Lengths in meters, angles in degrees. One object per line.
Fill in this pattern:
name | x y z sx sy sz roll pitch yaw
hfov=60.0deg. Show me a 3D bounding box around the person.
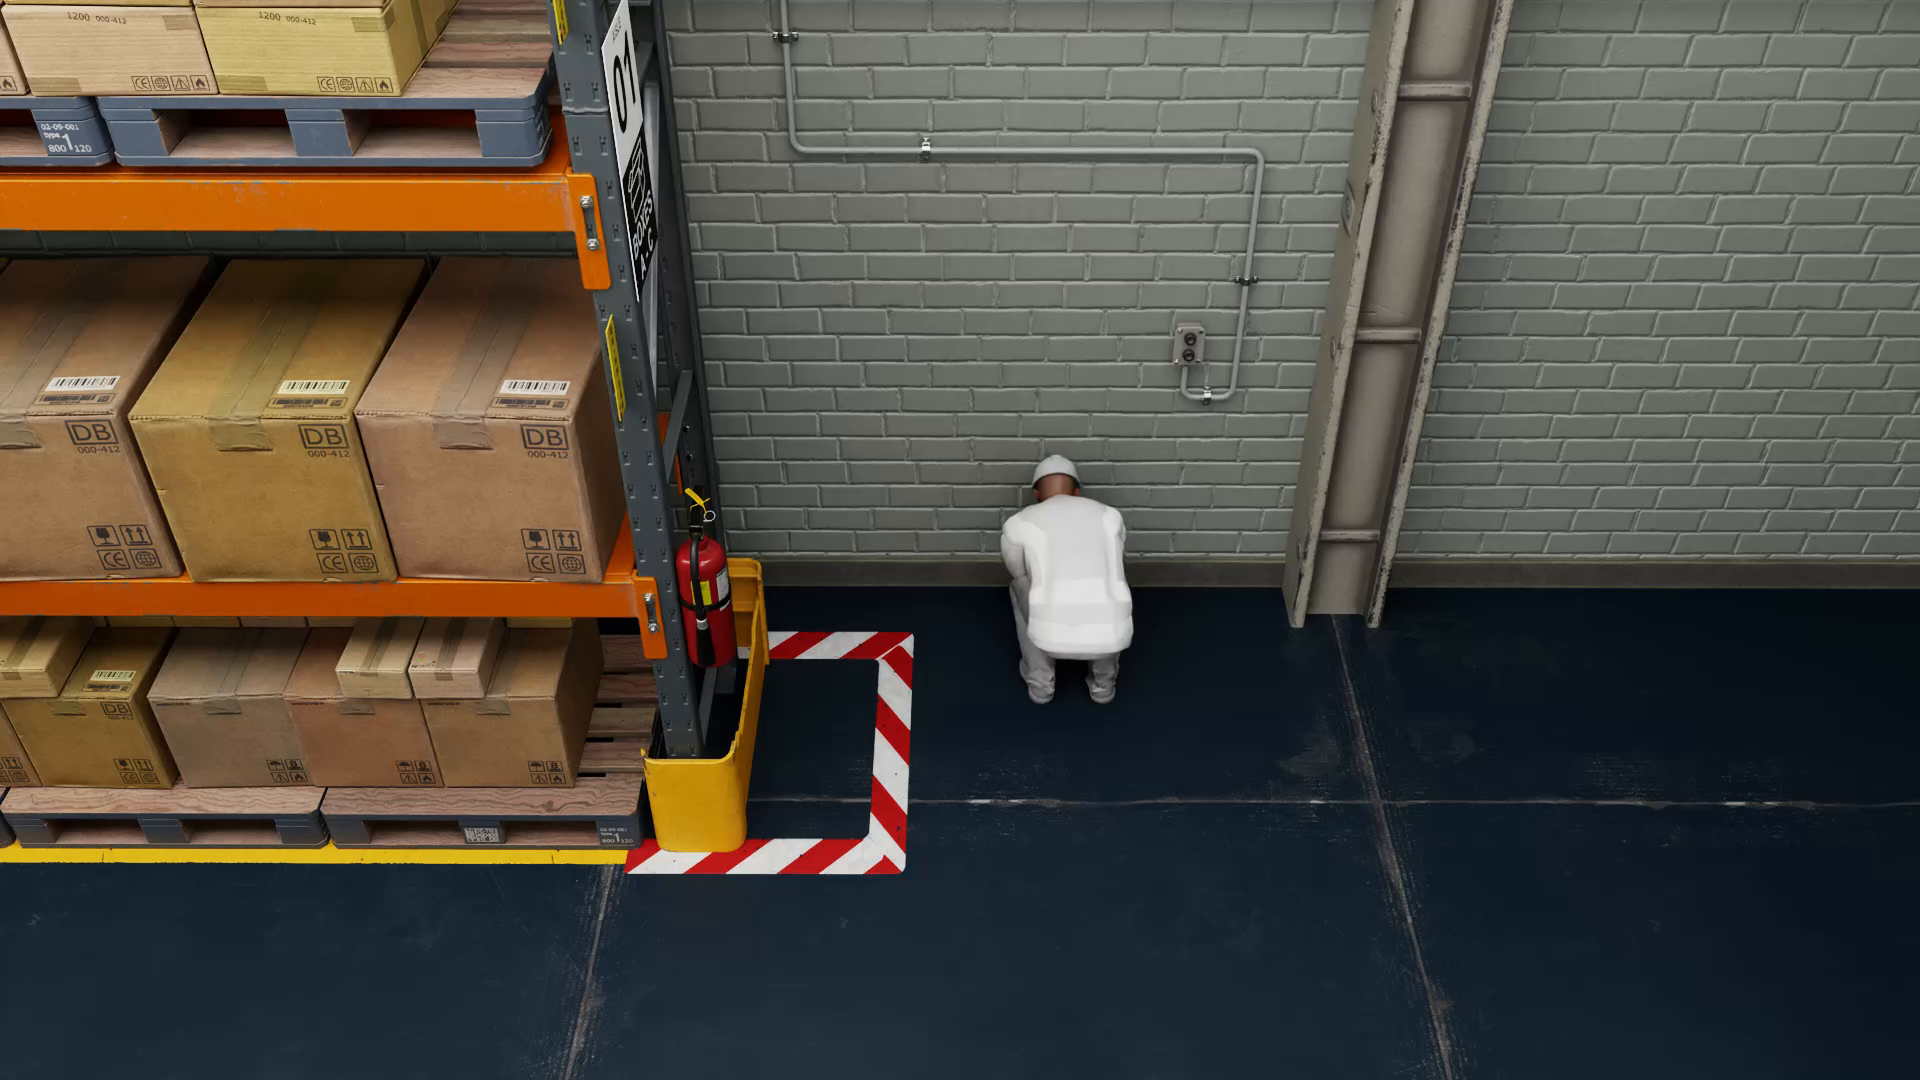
person | 0.447 0.217 7.045 0.536 0.861 0.944 -1 39 -1
